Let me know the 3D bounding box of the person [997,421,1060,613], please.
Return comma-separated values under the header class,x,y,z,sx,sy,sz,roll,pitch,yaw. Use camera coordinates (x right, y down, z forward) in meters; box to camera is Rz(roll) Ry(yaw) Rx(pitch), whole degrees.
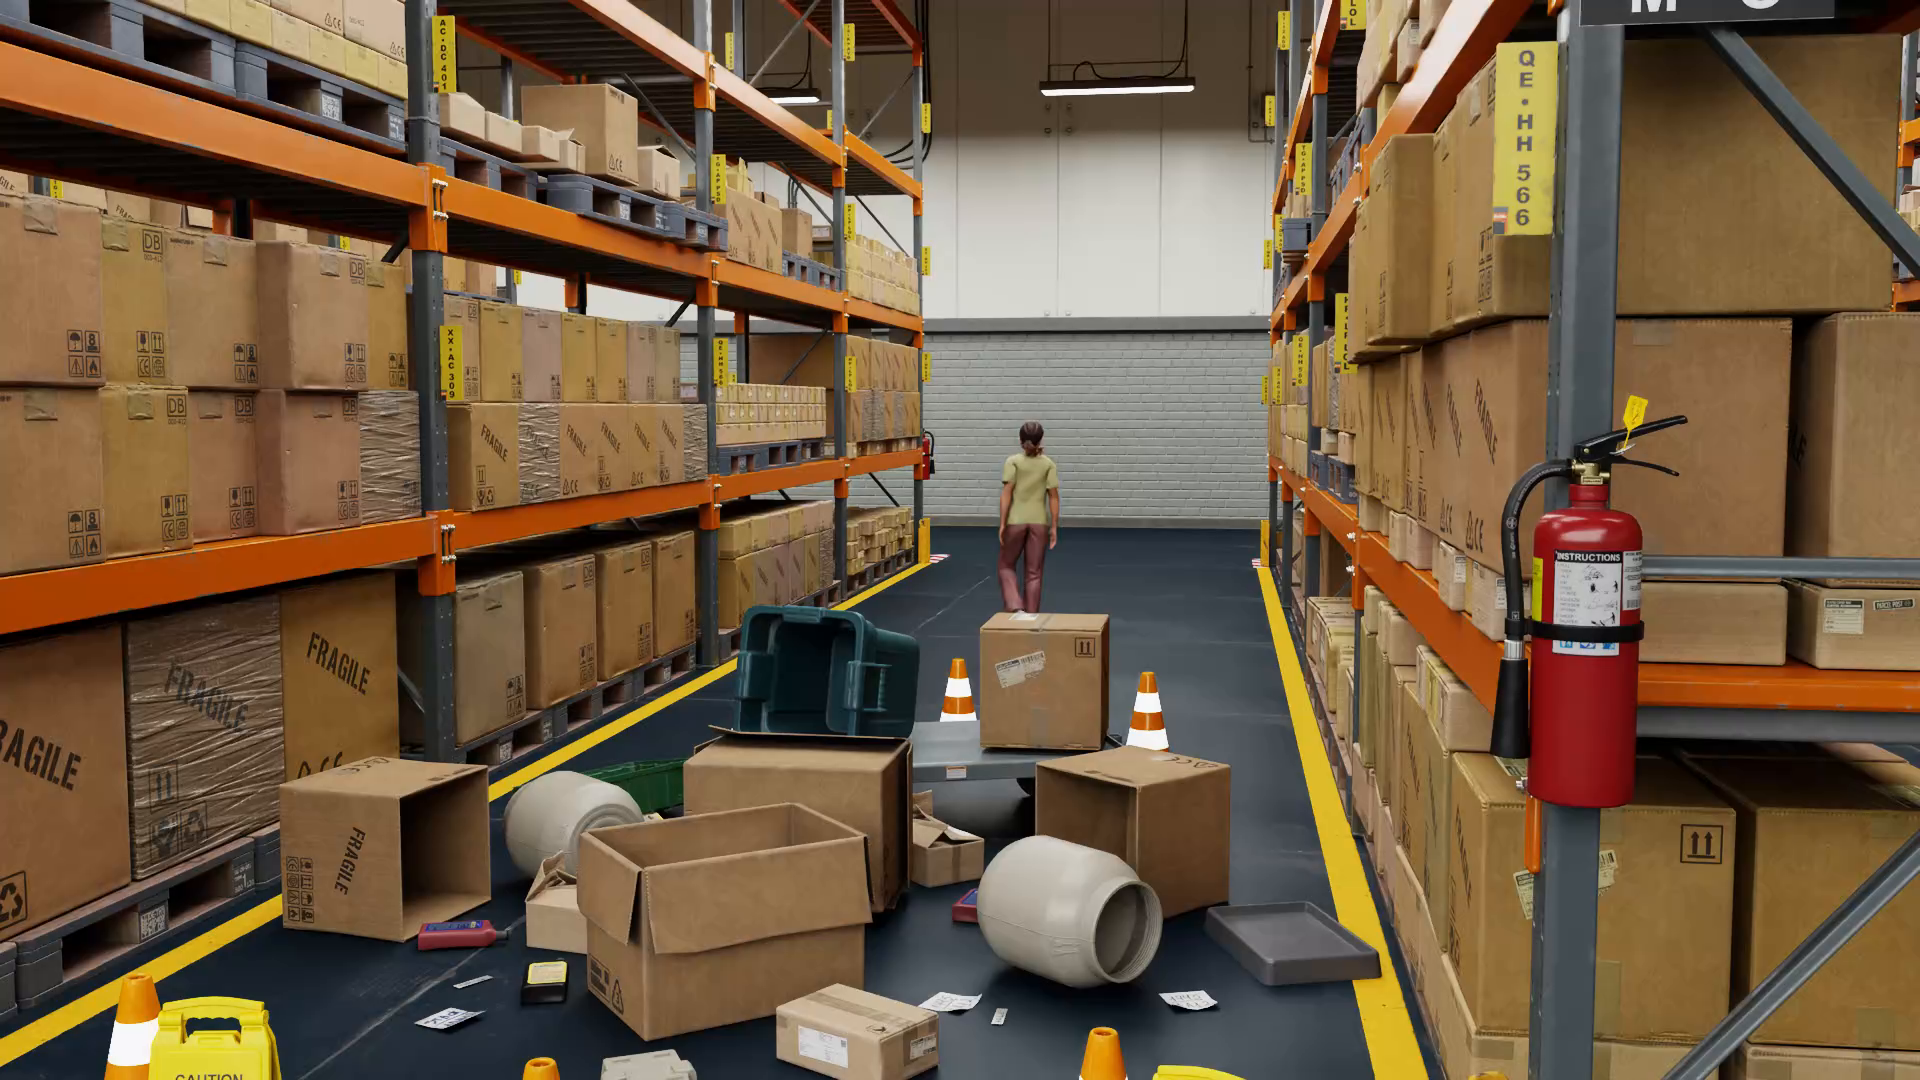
class,x,y,z,sx,sy,sz,roll,pitch,yaw
person,0.509,-0.072,12.602,0.498,1.657,0.455,0,5,-5
